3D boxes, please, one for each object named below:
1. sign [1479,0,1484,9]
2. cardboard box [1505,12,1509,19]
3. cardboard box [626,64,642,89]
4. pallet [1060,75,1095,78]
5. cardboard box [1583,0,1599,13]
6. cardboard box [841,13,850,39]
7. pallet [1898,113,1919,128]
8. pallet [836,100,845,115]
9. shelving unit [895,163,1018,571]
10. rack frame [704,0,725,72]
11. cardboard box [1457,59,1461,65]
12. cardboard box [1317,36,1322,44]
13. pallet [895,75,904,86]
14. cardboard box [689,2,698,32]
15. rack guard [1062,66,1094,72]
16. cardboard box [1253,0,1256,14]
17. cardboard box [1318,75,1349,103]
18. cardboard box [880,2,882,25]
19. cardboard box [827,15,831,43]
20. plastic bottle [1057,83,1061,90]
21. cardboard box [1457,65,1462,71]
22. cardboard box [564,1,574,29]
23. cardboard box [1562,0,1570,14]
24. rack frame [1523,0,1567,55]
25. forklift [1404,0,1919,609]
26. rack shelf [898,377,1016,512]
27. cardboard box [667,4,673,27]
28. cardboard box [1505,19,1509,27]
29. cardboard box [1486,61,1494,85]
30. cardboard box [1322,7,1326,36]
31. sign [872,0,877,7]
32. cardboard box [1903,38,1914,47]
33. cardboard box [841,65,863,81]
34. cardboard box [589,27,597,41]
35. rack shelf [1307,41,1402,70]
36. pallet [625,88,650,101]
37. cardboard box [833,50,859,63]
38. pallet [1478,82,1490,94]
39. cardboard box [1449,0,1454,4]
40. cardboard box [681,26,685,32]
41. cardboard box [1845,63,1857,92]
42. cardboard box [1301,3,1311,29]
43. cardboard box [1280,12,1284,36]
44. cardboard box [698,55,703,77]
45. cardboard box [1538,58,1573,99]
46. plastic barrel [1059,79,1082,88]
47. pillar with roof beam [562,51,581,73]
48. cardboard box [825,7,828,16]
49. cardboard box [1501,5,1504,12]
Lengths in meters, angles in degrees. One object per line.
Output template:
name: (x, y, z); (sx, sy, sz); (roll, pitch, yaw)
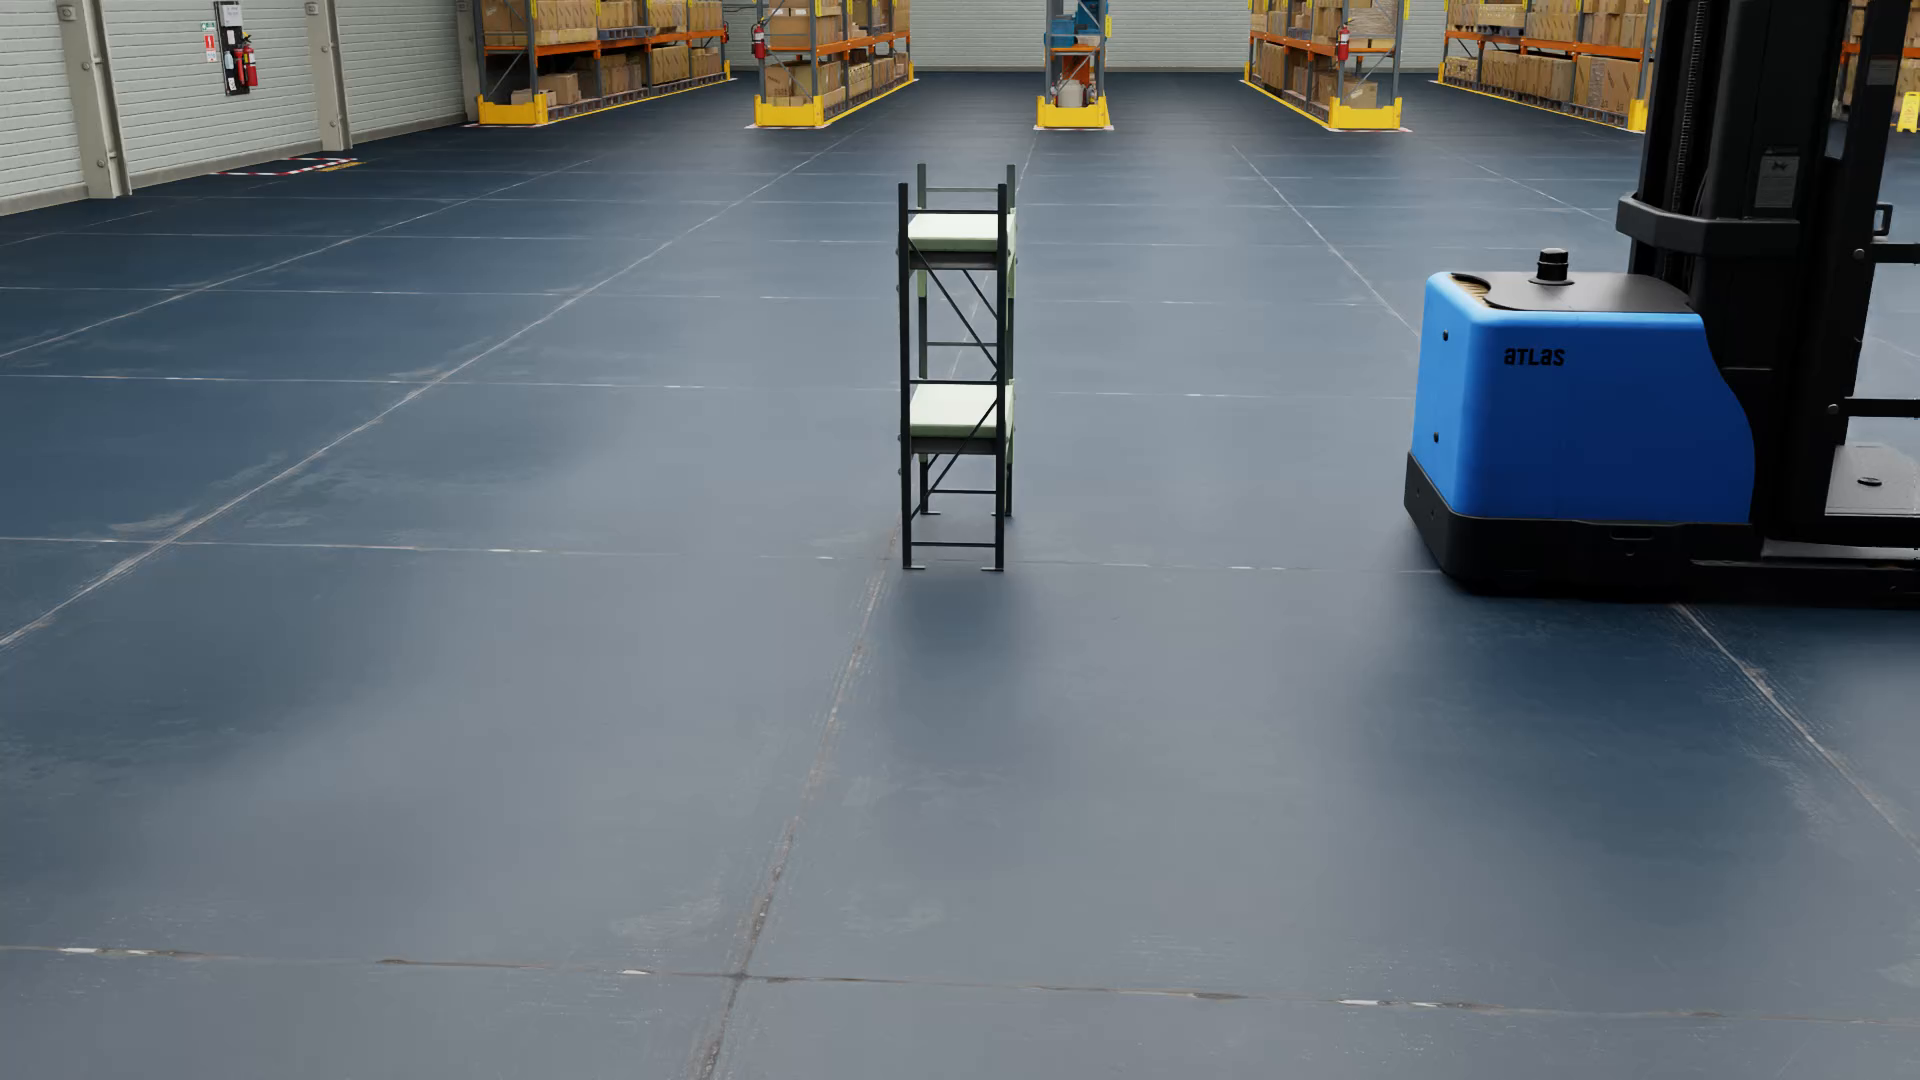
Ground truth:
sign: (12.163, -12.467, 38.763); (0.100, 0.325, 0.005); (1, 18, 4)
cardboard box: (12.033, -11.353, 36.006); (0.380, 0.149, 0.250); (2, 18, 5)
cardboard box: (-7.343, -10.074, 36.158); (0.700, 0.500, 0.500); (2, 18, 5)
pallet: (2.924, -11.583, 41.933); (1.003, 0.211, 1.213); (1, 18, 4)
cardboard box: (12.071, -10.032, 30.747); (0.875, 0.550, 0.550); (1, 18, 4)
cardboard box: (-2.544, -10.531, 34.083); (0.500, 0.500, 0.500); (1, 18, 4)
pallet: (16.888, -7.190, 28.527); (1.003, 0.211, 1.213); (1, 18, 4)
pallet: (-2.788, -8.355, 32.081); (1.003, 0.211, 1.213); (1, 18, 4)
shelving unit: (0.000, -0.711, 6.683); (0.431, 1.500, 0.755); (1, 18, 4)
rack frame: (-6.770, -13.762, 44.106); (1.000, 3.000, 0.127); (1, 18, 4)
cardboard box: (12.541, -11.851, 41.223); (0.380, 0.149, 0.250); (2, 18, 5)
cardboard box: (6.788, -9.214, 30.628); (0.380, 0.149, 0.250); (1, 18, 4)
pallet: (-1.980, -11.678, 42.225); (1.003, 0.211, 1.213); (1, 18, 4)
cardboard box: (-7.002, -12.830, 40.781); (0.980, 0.700, 0.700); (2, 18, 5)
rack guard: (3.100, -12.361, 43.844); (1.175, 0.500, 0.348); (1, 18, 4)
cardboard box: (7.712, -13.558, 42.043); (0.500, 0.500, 0.500); (1, 18, 3)
cardboard box: (7.123, -8.592, 31.667); (0.500, 0.500, 0.500); (1, 18, 2)
cardboard box: (-2.181, -12.107, 38.221); (0.700, 0.500, 0.500); (-3, 18, -10)
cardboard box: (-2.786, -9.516, 30.985); (0.700, 0.500, 0.500); (2, 18, 5)
plastic bottle: (1.923, -8.520, 31.654); (0.144, 0.351, 0.185); (1, 18, 4)
cardboard box: (12.642, -11.794, 41.525); (0.380, 0.149, 0.250); (0, 18, 1)
cardboard box: (-7.469, -9.703, 30.723); (0.500, 0.500, 0.500); (2, 18, 6)
cardboard box: (12.233, -10.555, 32.552); (0.700, 0.500, 0.500); (1, 18, 4)
rack frame: (12.418, -10.804, 35.077); (1.000, 3.000, 0.127); (1, 18, 4)
forklift: (3.386, -1.307, 6.204); (3.031, 2.935, 1.130); (1, 18, 4)
rack shelf: (0.000, -0.401, 6.785); (0.431, 0.370, 0.720); (1, 18, 4)
cardboard box: (-6.940, -12.099, 38.361); (0.500, 0.500, 0.500); (2, 18, 5)
cardboard box: (12.033, -11.204, 36.029); (0.380, 0.149, 0.250); (2, 18, 5)
cardboard box: (12.351, -10.670, 38.008); (0.500, 0.500, 0.500); (2, 18, 6)
cardboard box: (7.091, -9.442, 30.283); (0.875, 0.500, 0.500); (1, 18, 4)
sign: (-1.848, -11.707, 35.974); (0.100, 0.325, 0.005); (1, 18, 4)
cardboard box: (16.625, -8.640, 28.878); (0.380, 0.149, 0.250); (1, 18, 3)
cardboard box: (-2.302, -9.685, 34.505); (0.500, 0.311, 0.500); (2, 18, 5)
cardboard box: (-7.362, -9.819, 32.282); (0.500, 0.250, 0.500); (1, 18, 4)
rack shelf: (7.048, -8.740, 29.935); (1.077, 0.370, 4.000); (1, 18, 4)
pallet: (-7.401, -9.710, 36.216); (1.003, 0.211, 1.213); (1, 18, 4)
cardboard box: (-2.569, -10.859, 37.349); (0.500, 0.250, 0.500); (2, 18, 6)
pallet: (12.651, -10.479, 38.564); (1.003, 0.211, 1.213); (1, 18, 4)
cardboard box: (12.695, -13.819, 42.035); (0.500, 0.500, 0.500); (1, 18, 4)
cardboard box: (-6.793, -12.220, 39.770); (0.380, 0.149, 0.250); (2, 18, 5)
cardboard box: (16.764, -8.554, 30.749); (0.500, 0.500, 0.500); (2, 18, 7)
cardboard box: (7.224, -10.493, 33.287); (0.797, 0.503, 0.637); (3, 18, 10)
cardboard box: (7.308, -11.307, 36.452); (0.500, 0.500, 0.500); (1, 18, 3)
cardboard box: (-6.862, -11.917, 41.816); (0.700, 0.500, 0.500); (1, 18, 3)
cardboard box: (12.159, -9.186, 33.079); (1.050, 0.750, 0.750); (1, 18, 4)
plastic barrel: (1.971, -7.951, 29.691); (0.421, 0.512, 0.421); (0, 18, 0)
pillar with roof beam: (-4.005, -13.648, 34.122); (9.100, 9.000, 0.400); (1, 18, 4)
cardboard box: (-2.622, -9.634, 30.304); (0.380, 0.149, 0.250); (1, 18, 4)
cardboard box: (12.074, -11.646, 36.421); (0.380, 0.149, 0.250); (1, 18, 4)
